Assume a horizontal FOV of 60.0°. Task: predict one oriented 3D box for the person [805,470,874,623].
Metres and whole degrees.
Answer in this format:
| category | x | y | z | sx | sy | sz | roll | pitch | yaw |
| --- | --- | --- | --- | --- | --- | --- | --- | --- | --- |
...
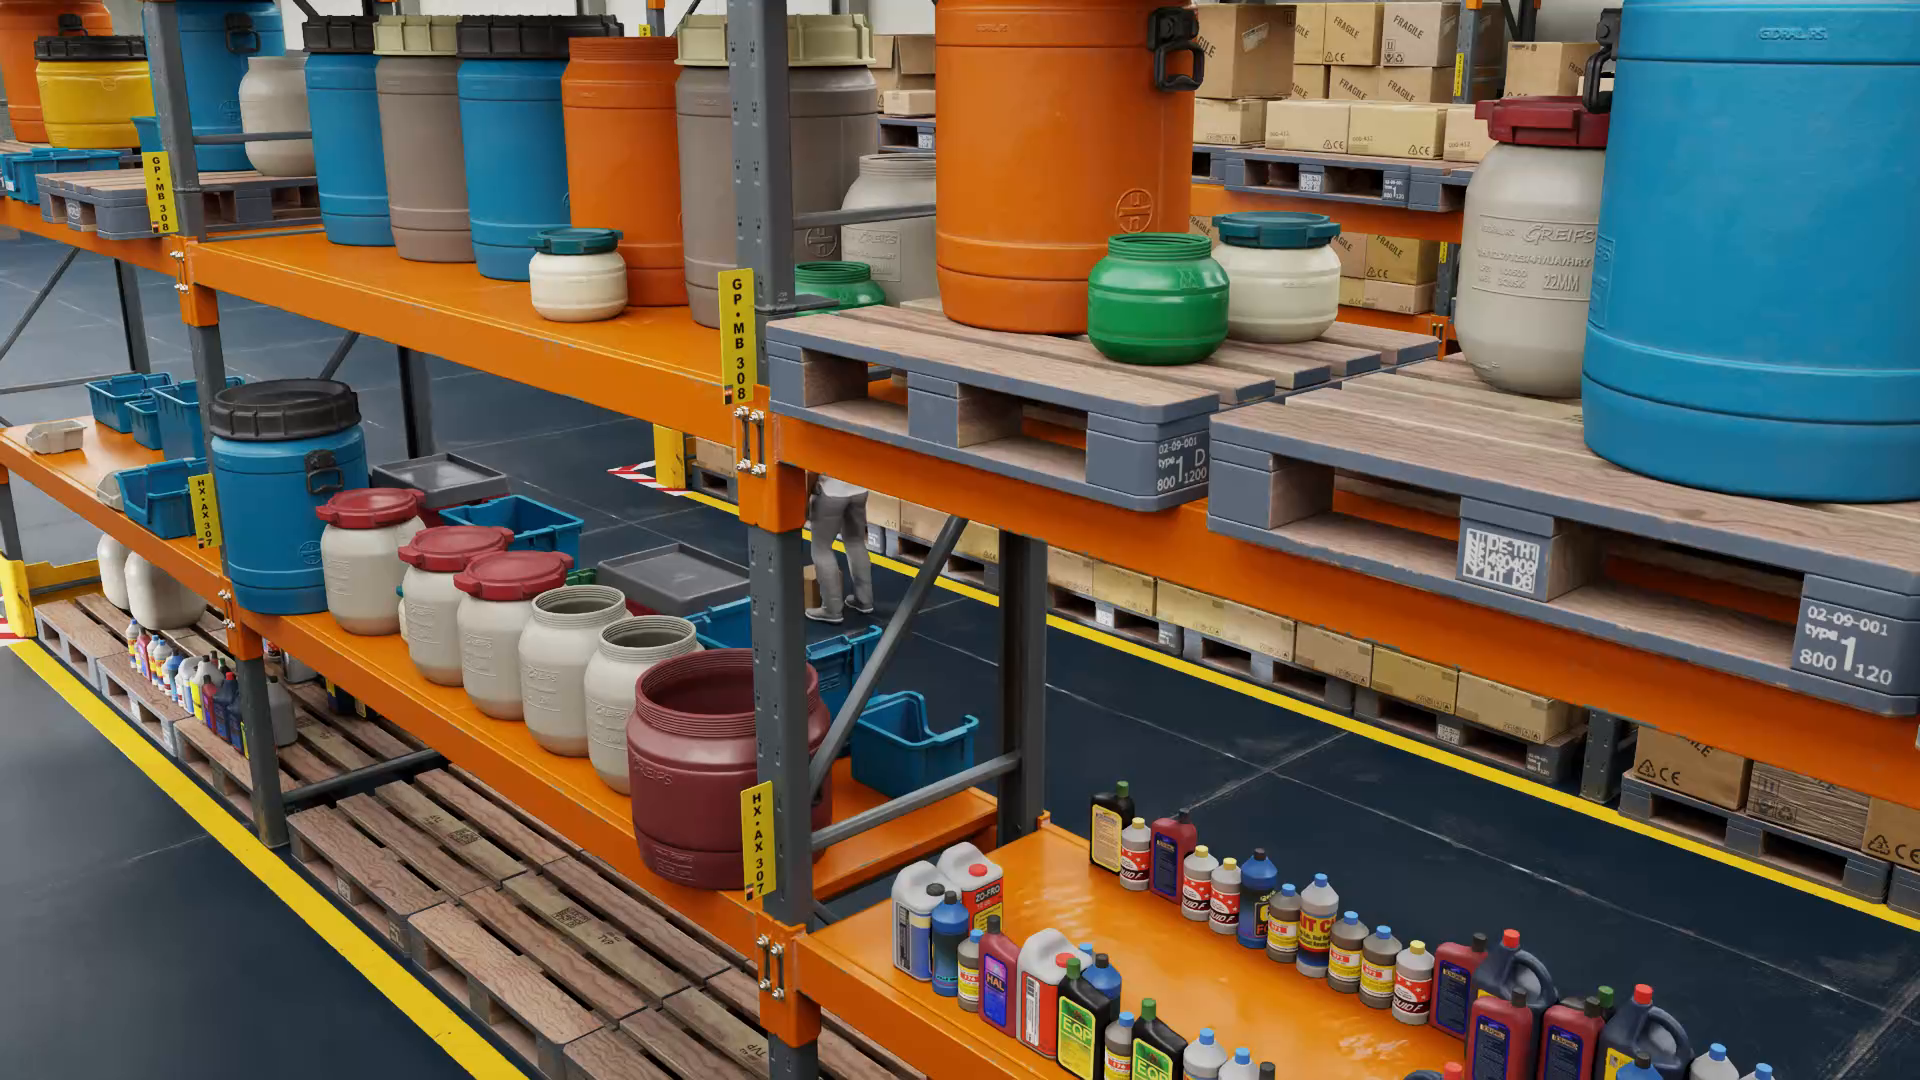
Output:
| category | x | y | z | sx | sy | sz | roll | pitch | yaw |
| --- | --- | --- | --- | --- | --- | --- | --- | --- | --- |
| person | -0.775 | -0.302 | 10.504 | 0.391 | 1.663 | 0.530 | 16 | 24 | 42 |
